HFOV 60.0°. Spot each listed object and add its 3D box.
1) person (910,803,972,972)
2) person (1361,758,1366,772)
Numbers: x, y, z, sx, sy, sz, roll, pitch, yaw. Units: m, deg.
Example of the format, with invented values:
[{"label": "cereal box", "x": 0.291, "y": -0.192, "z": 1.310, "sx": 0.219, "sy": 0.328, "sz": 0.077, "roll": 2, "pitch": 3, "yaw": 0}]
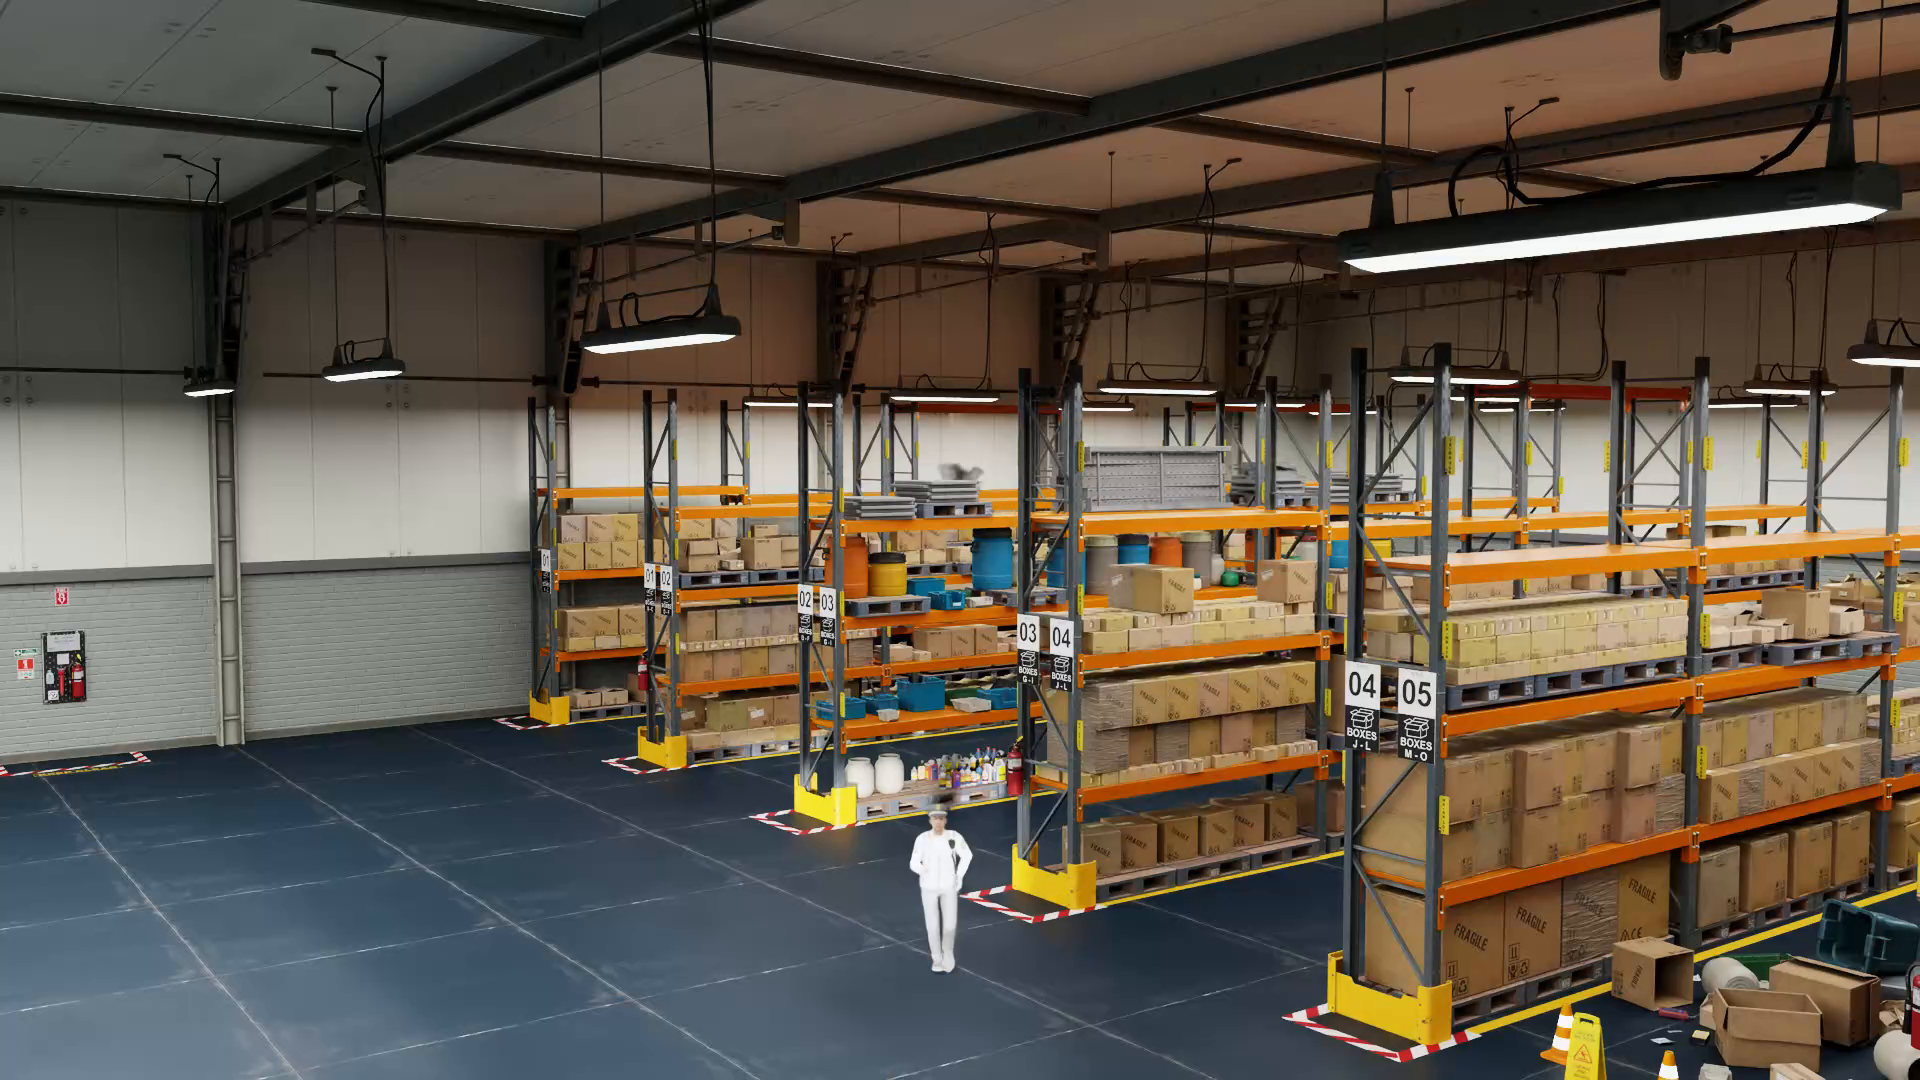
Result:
[{"label": "person", "x": -0.187, "y": 3.373, "z": 16.048, "sx": 0.599, "sy": 1.666, "sz": 0.577, "roll": 0, "pitch": 3, "yaw": 1}, {"label": "person", "x": 6.230, "y": 2.838, "z": 25.646, "sx": 0.537, "sy": 1.624, "sz": 0.624, "roll": -3, "pitch": 5, "yaw": -42}]
